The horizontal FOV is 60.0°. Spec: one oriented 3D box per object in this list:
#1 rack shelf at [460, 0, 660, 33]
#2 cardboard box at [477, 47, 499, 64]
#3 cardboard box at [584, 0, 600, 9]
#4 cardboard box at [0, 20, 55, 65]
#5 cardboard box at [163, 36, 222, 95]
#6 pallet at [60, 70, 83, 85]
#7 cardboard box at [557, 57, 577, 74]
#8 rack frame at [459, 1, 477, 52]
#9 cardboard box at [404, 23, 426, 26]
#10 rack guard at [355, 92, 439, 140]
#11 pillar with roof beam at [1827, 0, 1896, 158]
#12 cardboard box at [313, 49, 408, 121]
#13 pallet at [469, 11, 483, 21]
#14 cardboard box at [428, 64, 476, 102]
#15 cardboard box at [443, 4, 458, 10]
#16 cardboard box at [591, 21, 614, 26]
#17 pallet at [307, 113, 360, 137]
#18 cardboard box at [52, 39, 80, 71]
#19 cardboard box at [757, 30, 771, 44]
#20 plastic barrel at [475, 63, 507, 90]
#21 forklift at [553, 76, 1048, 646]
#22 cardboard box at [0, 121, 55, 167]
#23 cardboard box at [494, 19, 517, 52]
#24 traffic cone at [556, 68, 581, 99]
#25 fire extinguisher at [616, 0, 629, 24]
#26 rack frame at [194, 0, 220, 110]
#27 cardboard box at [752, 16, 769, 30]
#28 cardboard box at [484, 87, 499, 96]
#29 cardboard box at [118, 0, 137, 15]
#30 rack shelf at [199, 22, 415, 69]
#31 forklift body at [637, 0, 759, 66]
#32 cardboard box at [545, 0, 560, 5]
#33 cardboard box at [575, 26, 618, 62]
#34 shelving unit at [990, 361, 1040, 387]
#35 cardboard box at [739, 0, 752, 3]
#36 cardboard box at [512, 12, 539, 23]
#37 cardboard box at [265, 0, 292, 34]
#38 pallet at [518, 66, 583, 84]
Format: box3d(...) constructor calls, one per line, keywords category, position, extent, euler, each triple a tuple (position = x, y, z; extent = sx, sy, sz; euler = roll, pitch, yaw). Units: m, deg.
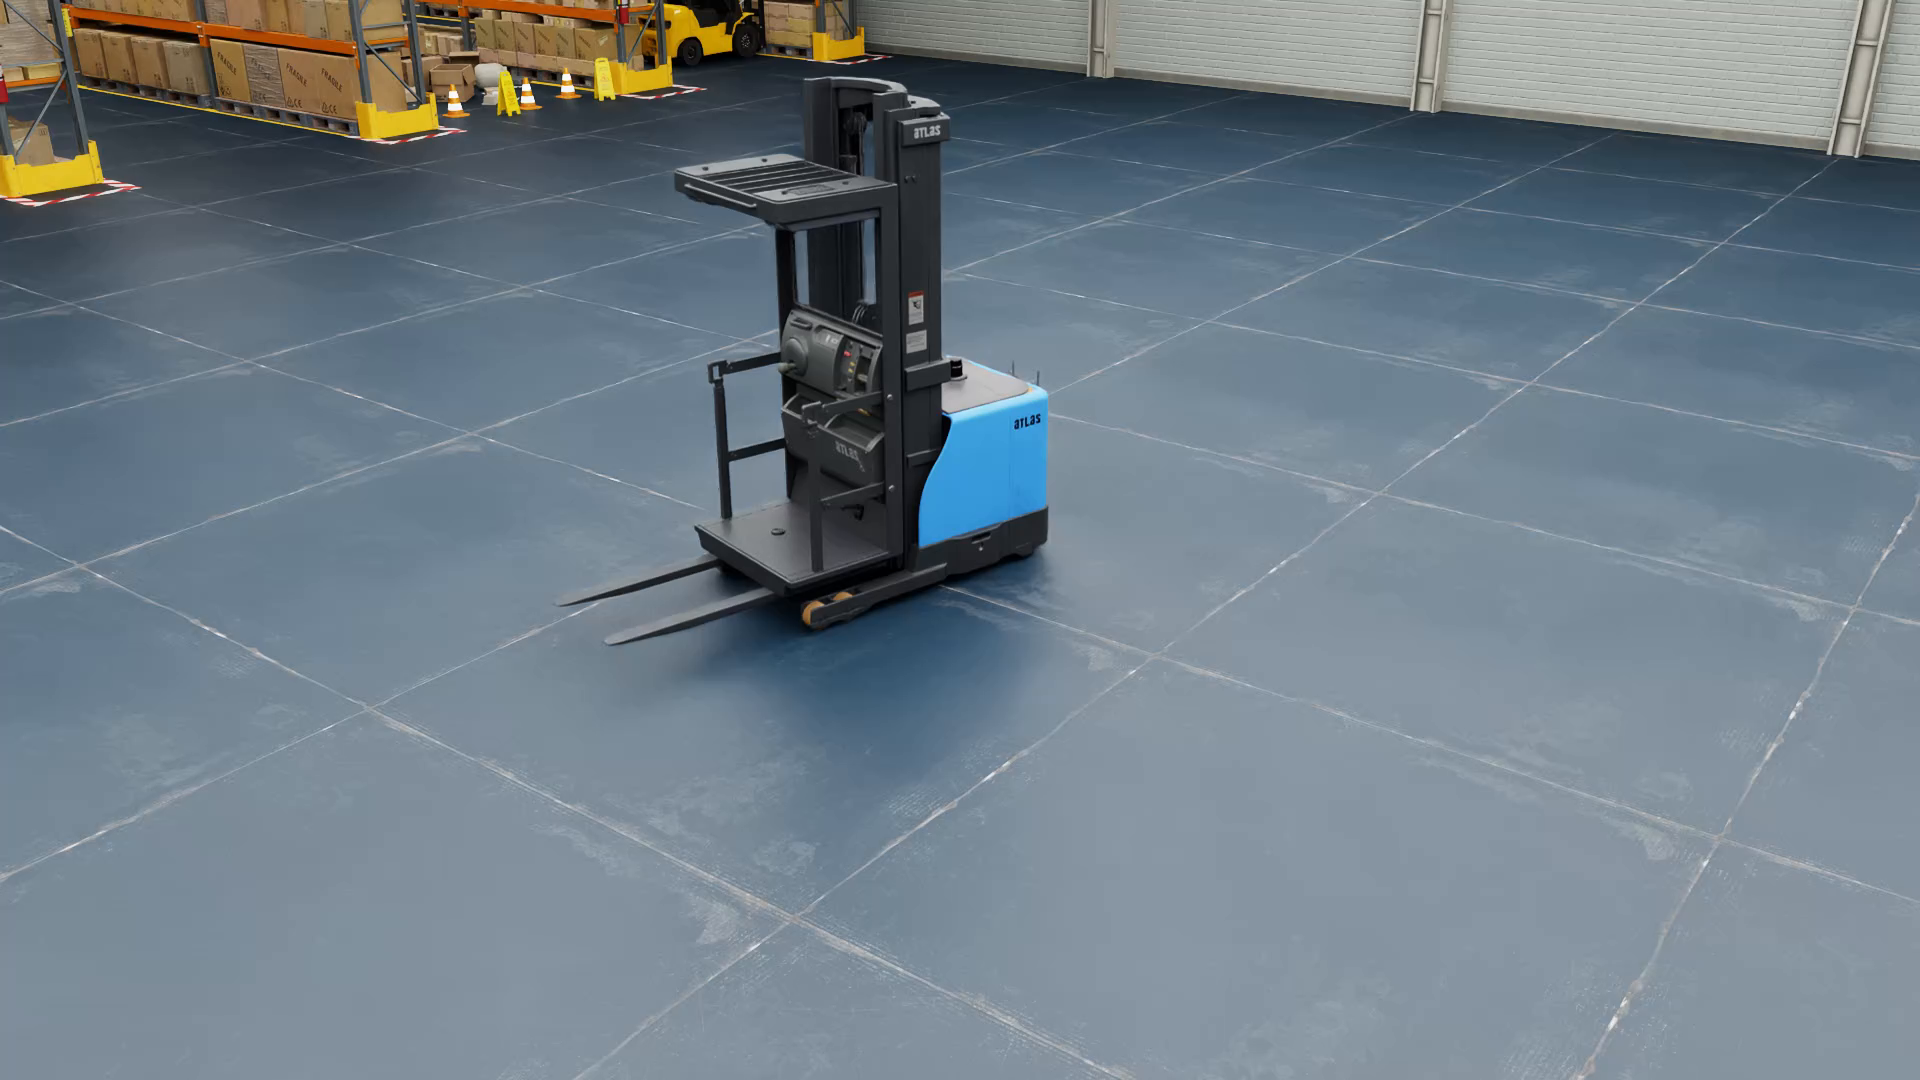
box3d(category="rack shelf", position=(-6.882, -9.084, 28.540), extent=(4.000, 0.370, 1.077), euler=(17, 29, 33))
box3d(category="cardboard box", position=(-8.172, -8.601, 29.441), extent=(0.500, 0.250, 0.500), euler=(15, 28, 31))
box3d(category="cardboard box", position=(-5.978, -8.862, 27.455), extent=(0.250, 0.149, 0.380), euler=(16, 29, 33))
box3d(category="cardboard box", position=(-11.649, -6.056, 20.283), extent=(0.500, 0.500, 0.875), euler=(17, 29, 33))
box3d(category="cardboard box", position=(-11.921, -7.560, 26.456), extent=(0.750, 0.750, 1.050), euler=(17, 29, 33))
box3d(category="pallet", position=(-15.195, -8.156, 29.000), extent=(1.213, 0.211, 1.003), euler=(17, 29, 33))
box3d(category="cardboard box", position=(-6.499, -8.100, 28.304), extent=(0.500, 0.250, 0.500), euler=(17, 29, 33))
box3d(category="rack frame", position=(-8.482, -9.897, 29.493), extent=(0.127, 3.000, 1.000), euler=(17, 29, 33))
box3d(category="cardboard box", position=(-10.642, -9.539, 31.417), extent=(0.625, 0.372, 0.950), euler=(16, 28, 32))
box3d(category="rack guard", position=(-8.150, -6.159, 24.108), extent=(0.348, 0.500, 1.175), euler=(17, 29, 33))
box3d(category="pillar with roof beam", position=(9.497, -7.995, 17.735), extent=(0.400, 9.000, 9.100), euler=(17, 29, 33))
box3d(category="cardboard box", position=(-8.752, -6.671, 24.285), extent=(0.875, 0.875, 0.875), euler=(17, 29, 34))
box3d(category="pallet", position=(-10.256, -11.679, 36.995), extent=(1.213, 0.211, 1.003), euler=(17, 29, 33))
box3d(category="cardboard box", position=(-8.205, -7.396, 26.911), extent=(0.637, 0.503, 0.797), euler=(-1, 24, -3))
box3d(category="cardboard box", position=(-11.226, -12.167, 37.224), extent=(0.500, 0.500, 0.500), euler=(16, 29, 33))
box3d(category="cardboard box", position=(-6.201, -8.622, 28.558), extent=(0.500, 0.500, 0.500), euler=(16, 28, 31))
box3d(category="pallet", position=(-8.856, -6.201, 24.561), extent=(1.213, 0.211, 1.003), euler=(17, 29, 33))
box3d(category="cardboard box", position=(-15.254, -8.366, 28.597), extent=(0.500, 0.500, 0.500), euler=(17, 29, 33))
box3d(category="cardboard box", position=(-3.660, -9.725, 31.992), extent=(0.500, 0.250, 0.500), euler=(17, 29, 34))
box3d(category="plastic barrel", position=(-7.842, -7.762, 27.842), extent=(0.512, 0.421, 0.421), euler=(-5, 24, -12))
box3d(category="forklift", position=(-0.911, -1.060, 9.520), extent=(3.031, 2.935, 1.130), euler=(-18, 29, -35))
box3d(category="cardboard box", position=(-11.715, -4.937, 20.815), extent=(0.500, 0.500, 0.500), euler=(-20, 31, -38))
box3d(category="cardboard box", position=(-7.737, -8.819, 29.005), extent=(0.500, 0.500, 0.500), euler=(18, 30, 35))
box3d(category="traffic cone", position=(-6.399, -7.457, 27.100), extent=(0.334, 0.463, 0.336), euler=(17, 29, 33))
box3d(category="fire extinguisher", position=(-5.466, -8.718, 26.913), extent=(0.183, 0.674, 0.296), euler=(17, 29, 33))
box3d(category="rack frame", position=(-11.370, -8.276, 25.813), extent=(0.127, 3.000, 1.000), euler=(17, 29, 33))
box3d(category="cardboard box", position=(-3.705, -9.955, 31.893), extent=(0.500, 0.250, 0.500), euler=(16, 28, 32))
box3d(category="cardboard box", position=(-7.541, -7.290, 27.112), extent=(0.380, 0.149, 0.250), euler=(-10, 26, -21))
box3d(category="cardboard box", position=(-13.164, -8.728, 26.715), extent=(0.500, 0.500, 0.500), euler=(16, 29, 33))
box3d(category="rack shelf", position=(-9.770, -7.463, 24.860), extent=(4.000, 0.370, 1.077), euler=(17, 29, 33))
box3d(category="forklift body", position=(-4.919, -10.014, 30.810), extent=(1.214, 2.155, 2.313), euler=(17, 29, 33))
box3d(category="cardboard box", position=(-6.775, -9.123, 28.047), extent=(0.250, 0.149, 0.380), euler=(16, 29, 33))
box3d(category="cardboard box", position=(-6.079, -8.317, 27.865), extent=(0.500, 0.500, 0.500), euler=(17, 29, 34))
box3d(category="shelving unit", position=(0.352, -0.618, 10.850), extent=(0.215, 1.050, 0.252), euler=(-18, 30, -36))
box3d(category="cardboard box", position=(-4.086, -10.300, 32.056), extent=(0.500, 0.250, 0.500), euler=(16, 28, 32))
box3d(category="cardboard box", position=(-7.478, -9.004, 28.620), extent=(0.250, 0.149, 0.380), euler=(19, 30, 36))
box3d(category="cardboard box", position=(-9.768, -7.869, 24.703), extent=(0.500, 0.550, 0.875), euler=(17, 29, 33))
box3d(category="pallet", position=(-6.943, -8.175, 29.043), extent=(1.213, 0.211, 1.003), euler=(17, 29, 33))
